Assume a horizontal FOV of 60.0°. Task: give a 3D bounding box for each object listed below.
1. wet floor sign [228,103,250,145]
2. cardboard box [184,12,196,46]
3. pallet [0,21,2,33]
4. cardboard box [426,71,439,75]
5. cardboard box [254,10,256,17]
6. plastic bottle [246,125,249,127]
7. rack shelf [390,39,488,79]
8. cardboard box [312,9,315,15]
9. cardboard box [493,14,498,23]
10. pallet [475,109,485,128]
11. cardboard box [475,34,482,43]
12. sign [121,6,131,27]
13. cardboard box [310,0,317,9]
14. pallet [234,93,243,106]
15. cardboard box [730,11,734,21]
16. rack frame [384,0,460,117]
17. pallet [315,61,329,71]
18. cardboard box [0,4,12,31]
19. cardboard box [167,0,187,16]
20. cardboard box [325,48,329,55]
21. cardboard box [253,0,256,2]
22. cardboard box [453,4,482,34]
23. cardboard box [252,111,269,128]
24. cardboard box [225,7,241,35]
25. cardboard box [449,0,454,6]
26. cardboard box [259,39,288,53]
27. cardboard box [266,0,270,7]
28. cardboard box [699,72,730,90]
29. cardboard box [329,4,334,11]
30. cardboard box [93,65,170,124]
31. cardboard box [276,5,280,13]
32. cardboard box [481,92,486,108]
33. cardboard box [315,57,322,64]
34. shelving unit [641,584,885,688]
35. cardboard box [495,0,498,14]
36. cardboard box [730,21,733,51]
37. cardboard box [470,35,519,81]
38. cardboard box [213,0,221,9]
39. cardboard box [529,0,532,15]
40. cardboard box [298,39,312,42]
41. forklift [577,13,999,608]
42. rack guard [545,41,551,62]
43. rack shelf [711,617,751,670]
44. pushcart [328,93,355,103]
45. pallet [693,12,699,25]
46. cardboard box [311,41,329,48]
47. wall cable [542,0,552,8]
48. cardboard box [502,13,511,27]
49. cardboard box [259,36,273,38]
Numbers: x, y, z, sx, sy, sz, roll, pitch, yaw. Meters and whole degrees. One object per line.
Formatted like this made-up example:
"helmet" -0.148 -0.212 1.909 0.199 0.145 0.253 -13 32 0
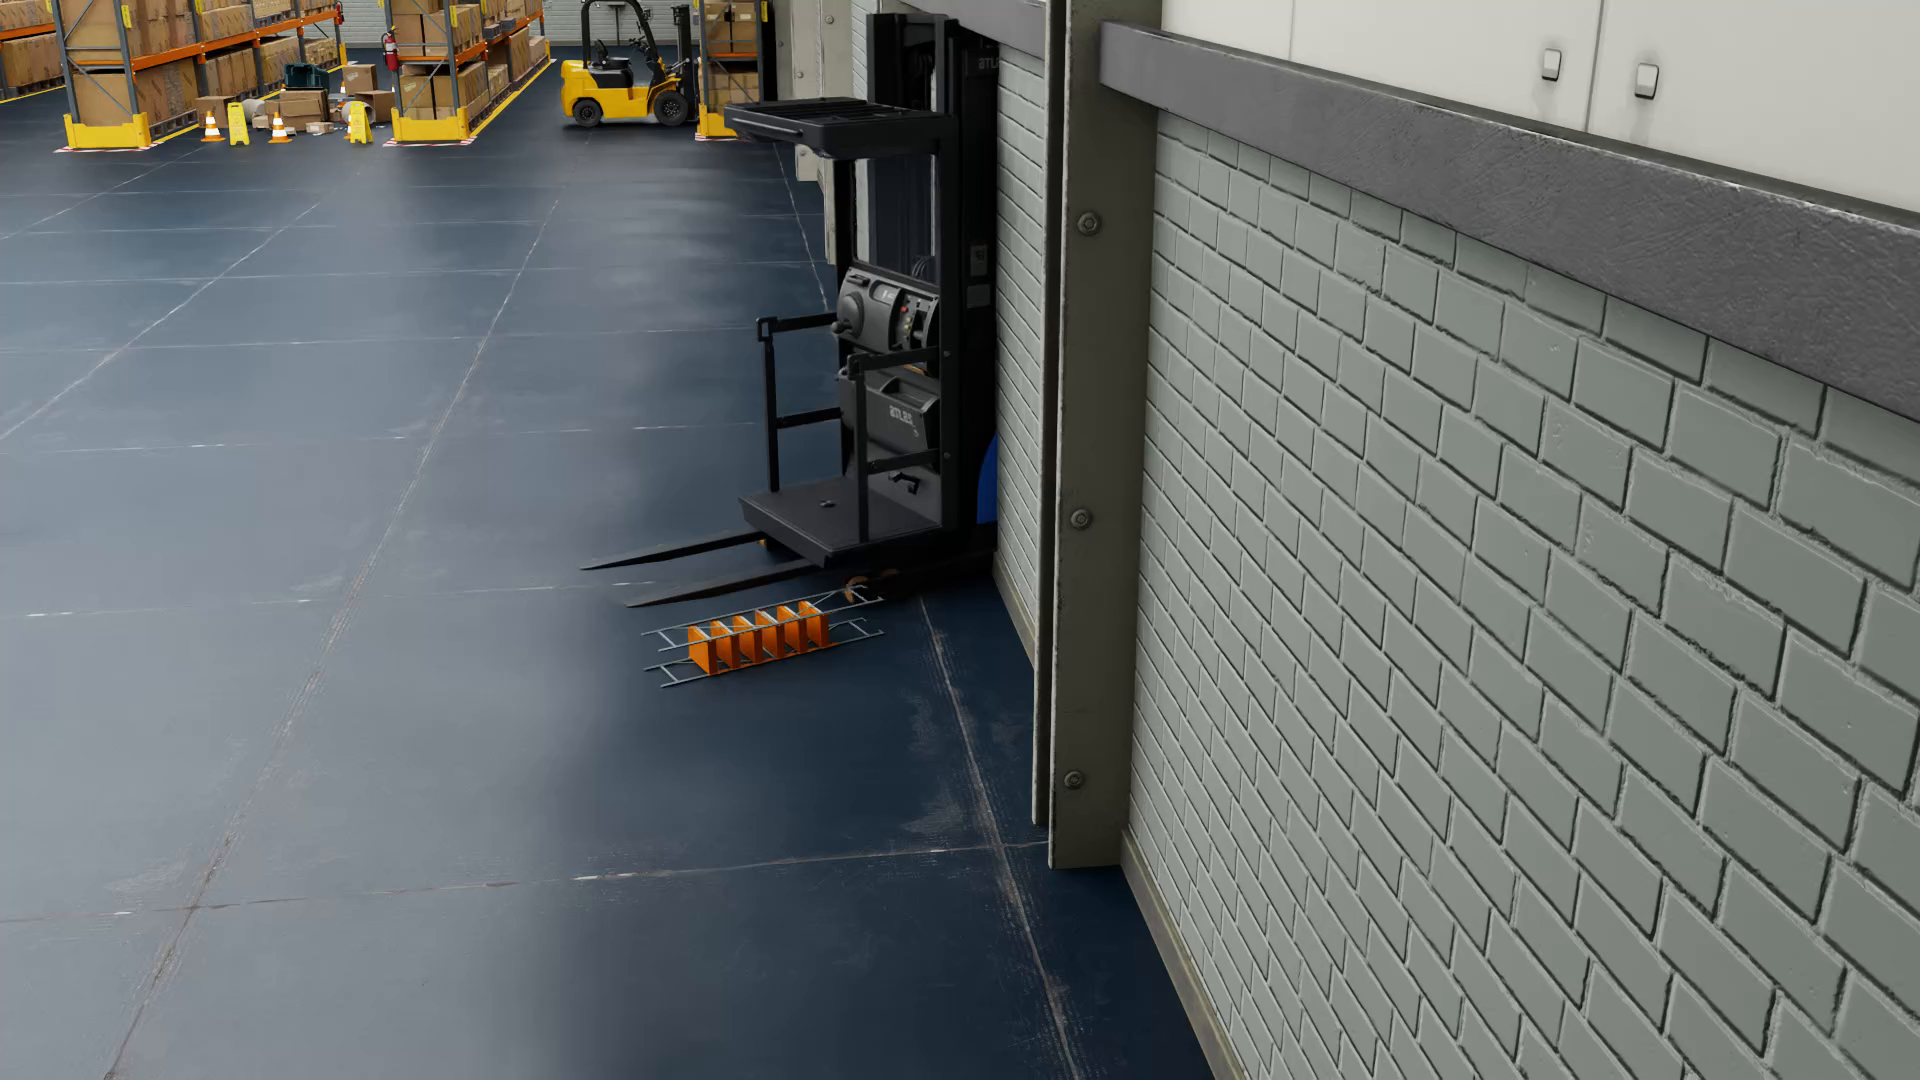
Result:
"wet floor sign" -11.612 -6.697 26.725 0.267 0.644 0.232 -7 21 -17
"cardboard box" -14.087 -9.038 29.414 0.875 0.550 0.550 -3 21 -8
"pallet" -19.443 -9.934 32.300 1.213 0.211 1.003 -3 21 -8
"cardboard box" -9.144 -7.700 28.302 0.500 0.500 0.500 -2 21 -6
"cardboard box" -14.593 -10.724 33.901 0.380 0.149 0.250 -3 21 -9
"plastic bottle" -12.484 -7.167 28.818 0.283 0.061 0.133 -11 23 -26
"rack shelf" -8.980 -8.350 28.815 1.077 0.370 4.000 -3 21 -8
"cardboard box" -15.260 -12.315 38.762 0.380 0.149 0.250 -2 21 -5
"cardboard box" -9.196 -10.119 32.280 0.380 0.149 0.250 -2 21 -6
"pallet" -8.957 -7.420 29.280 1.003 0.211 1.213 -3 21 -8
"cardboard box" -8.878 -9.080 30.100 0.380 0.149 0.250 -2 21 -7
"sign" -13.025 -8.179 25.977 0.100 0.325 0.005 -3 21 -8
"cardboard box" -15.243 -12.583 38.550 0.500 0.500 0.500 -3 21 -9
"pallet" -14.517 -8.476 32.107 1.003 0.211 1.213 -3 21 -8
"cardboard box" -3.671 -8.810 27.947 0.380 0.149 0.250 -3 21 -8
"rack frame" -8.692 -7.995 26.835 1.000 3.000 0.127 -3 21 -8
"pallet" -15.616 -11.213 39.436 1.003 0.211 1.213 -3 21 -8
"cardboard box" -19.452 -10.494 33.383 0.500 0.500 0.500 -2 21 -6
"cardboard box" -13.939 -9.357 28.725 0.875 0.550 0.550 -3 21 -8
"cardboard box" -15.359 -11.724 39.868 0.380 0.149 0.250 -3 21 -7
"cardboard box" -14.645 -11.101 34.059 0.380 0.149 0.250 -3 21 -9
"cardboard box" -8.958 -9.425 30.095 0.500 0.500 0.500 -3 21 -9
"cardboard box" -12.082 -7.312 28.914 0.396 0.266 0.258 1 20 2
"cardboard box" -14.255 -10.039 32.164 0.500 0.500 0.500 -3 21 -9
"cardboard box" -9.367 -9.693 29.385 0.700 0.500 0.500 -3 21 -7
"cardboard box" -14.797 -10.636 35.807 0.500 0.250 0.500 -4 21 -10
"cardboard box" -14.787 -11.322 35.076 0.380 0.149 0.250 -3 21 -8
"cardboard box" -4.155 -7.767 28.126 0.500 0.250 0.500 -2 21 -6
"cardboard box" -15.555 -13.034 40.685 0.380 0.149 0.250 -3 21 -8
"cardboard box" -13.868 -7.448 27.806 0.875 0.875 0.875 -3 21 -9
"cardboard box" -14.898 -11.457 35.864 0.380 0.149 0.250 -4 21 -10
"cardboard box" -8.830 -7.914 29.947 0.500 0.250 0.500 -3 21 -9
"cardboard box" -15.267 -11.316 39.200 0.380 0.149 0.250 -3 21 -9
"shelving unit" -0.956 0.463 8.200 1.200 0.189 0.258 -12 24 -29
"cardboard box" -9.267 -10.462 32.272 0.500 0.500 0.500 -4 21 -10
"cardboard box" -3.674 -8.658 28.468 0.500 0.500 0.500 -2 21 -6
"cardboard box" -9.862 -10.210 35.201 0.875 0.875 0.875 -3 21 -8
"cardboard box" -14.450 -10.310 31.461 0.700 0.500 0.500 -3 21 -8
"cardboard box" -10.299 -12.547 38.879 0.500 0.500 0.500 -3 21 -7
"cardboard box" -15.984 -12.102 40.455 0.380 0.149 0.250 -3 21 -7
"forklift" -0.563 -1.225 8.807 3.031 2.935 1.130 -13 24 -31
"rack guard" -11.002 -12.372 42.127 1.175 0.500 0.348 -3 21 -8
"rack shelf" -1.122 0.499 8.104 0.103 0.180 0.258 -12 24 -29
"pushcart" -11.517 -8.019 30.647 1.648 0.377 0.936 -11 23 -26
"pallet" -5.101 -11.158 35.577 1.213 0.211 1.003 -3 21 -8
"cardboard box" -15.344 -11.863 39.816 0.380 0.149 0.250 -2 21 -6
"wall cable" -11.834 -15.976 46.708 0.585 1.953 0.123 -3 21 -8
"cardboard box" -9.667 -10.877 34.765 0.500 0.250 0.500 -3 21 -9
"cardboard box" -15.460 -10.973 36.709 0.500 0.250 0.500 -4 21 -10
